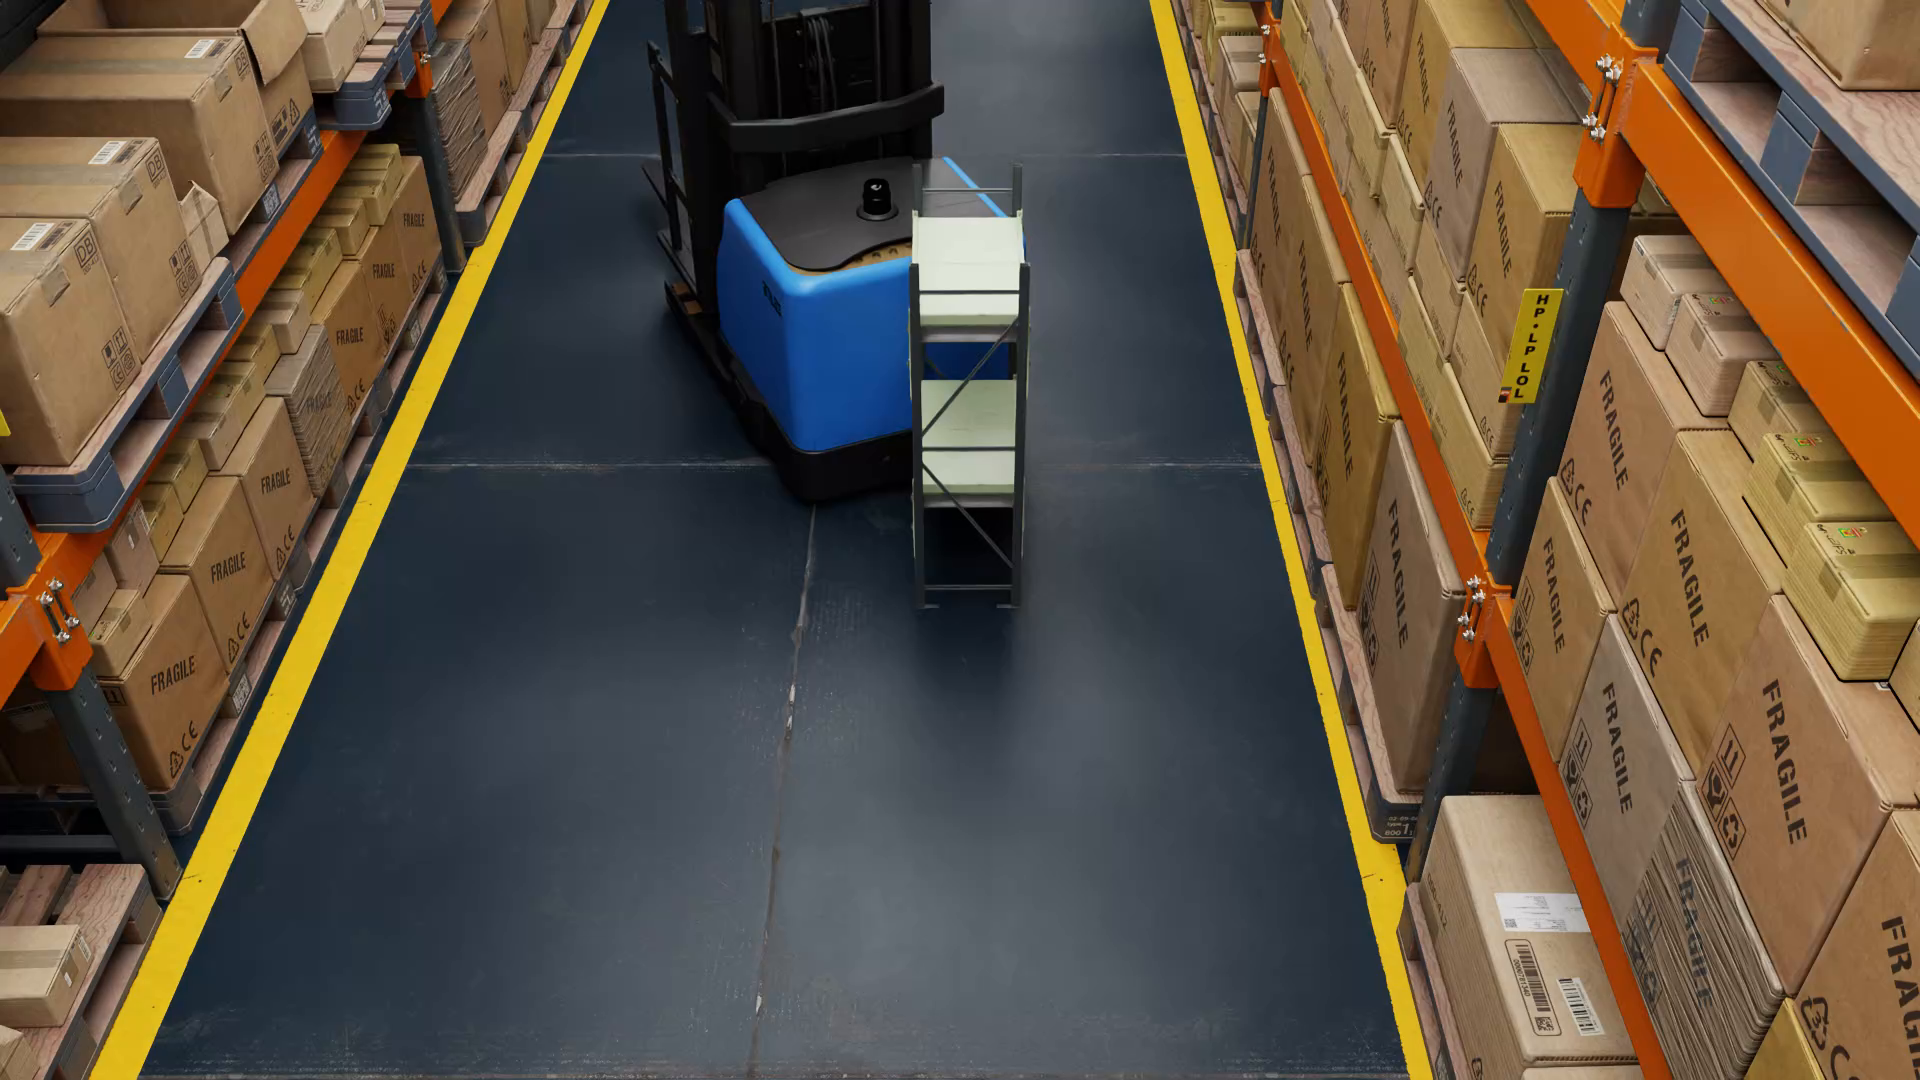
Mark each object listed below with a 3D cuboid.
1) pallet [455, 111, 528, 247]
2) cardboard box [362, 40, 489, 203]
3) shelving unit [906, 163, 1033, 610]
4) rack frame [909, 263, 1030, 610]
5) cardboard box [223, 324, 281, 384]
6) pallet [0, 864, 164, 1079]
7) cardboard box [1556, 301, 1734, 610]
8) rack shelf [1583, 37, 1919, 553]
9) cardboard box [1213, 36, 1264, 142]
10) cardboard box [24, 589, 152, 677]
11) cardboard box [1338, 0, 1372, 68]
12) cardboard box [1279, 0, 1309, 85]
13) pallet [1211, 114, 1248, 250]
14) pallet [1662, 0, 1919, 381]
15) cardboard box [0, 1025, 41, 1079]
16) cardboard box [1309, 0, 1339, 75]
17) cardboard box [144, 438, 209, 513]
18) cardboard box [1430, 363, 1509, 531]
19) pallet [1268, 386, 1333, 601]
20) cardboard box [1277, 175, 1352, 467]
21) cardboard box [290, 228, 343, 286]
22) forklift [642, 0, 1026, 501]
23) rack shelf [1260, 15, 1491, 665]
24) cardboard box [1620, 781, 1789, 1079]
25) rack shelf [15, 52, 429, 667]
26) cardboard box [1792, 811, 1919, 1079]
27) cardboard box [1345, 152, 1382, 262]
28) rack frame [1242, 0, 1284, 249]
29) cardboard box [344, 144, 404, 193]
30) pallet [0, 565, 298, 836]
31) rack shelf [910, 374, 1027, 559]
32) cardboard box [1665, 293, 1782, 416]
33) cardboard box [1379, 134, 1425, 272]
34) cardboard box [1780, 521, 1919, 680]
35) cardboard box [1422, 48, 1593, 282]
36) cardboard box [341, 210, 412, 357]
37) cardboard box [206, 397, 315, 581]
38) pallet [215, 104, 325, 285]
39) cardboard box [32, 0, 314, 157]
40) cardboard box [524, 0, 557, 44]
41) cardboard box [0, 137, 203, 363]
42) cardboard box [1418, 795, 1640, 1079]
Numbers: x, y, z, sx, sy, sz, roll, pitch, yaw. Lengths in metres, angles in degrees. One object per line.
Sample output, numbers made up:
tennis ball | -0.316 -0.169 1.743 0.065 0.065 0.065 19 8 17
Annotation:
pallet | -2.987 -1.980 9.052 1.003 0.211 1.213 0 39 0
cardboard box | -3.012 -2.181 8.635 0.875 0.625 0.625 1 39 1
shelving unit | 0.029 -0.552 6.239 0.431 1.500 0.755 0 39 0
rack frame | 0.031 -0.323 5.954 0.400 1.500 0.023 0 39 0
cardboard box | -2.848 -0.703 6.373 0.380 0.149 0.250 0 39 0
pallet | -3.021 1.466 4.752 1.003 0.211 1.213 0 39 0
cardboard box | 1.701 -0.189 3.708 0.500 0.500 0.500 0 39 0
rack shelf | 1.945 0.303 2.150 1.077 0.370 4.000 0 39 0
cardboard box | 1.939 -2.512 9.252 0.950 0.372 0.625 -1 39 -1
cardboard box | -2.755 0.282 5.144 0.380 0.149 0.250 2 39 2
cardboard box | 1.690 -2.046 6.025 0.500 0.500 0.500 1 39 1
cardboard box | 1.688 -2.194 7.210 0.500 0.250 0.500 -1 39 -1
pallet | 1.939 -1.960 9.027 1.003 0.211 1.213 0 39 0
pallet | 1.934 -0.682 2.875 1.003 0.211 1.213 0 39 0
cardboard box | -2.726 1.423 4.427 0.396 0.266 0.258 1 39 2
cardboard box | 1.692 -2.055 6.636 0.500 0.250 0.500 1 39 1
cardboard box | -2.858 -0.223 5.774 0.380 0.149 0.250 -1 39 -1
cardboard box | 1.691 -0.280 4.820 0.500 0.250 0.500 -1 39 -1
pallet | 1.863 -0.217 6.852 1.003 0.211 1.213 0 39 0
cardboard box | 1.853 -0.904 6.843 0.875 0.875 0.875 0 39 1
cardboard box | -2.829 -1.186 6.975 0.380 0.149 0.250 1 39 1
forklift | -0.784 -2.224 7.182 1.130 2.935 3.031 -16 41 -19
rack shelf | 1.941 -1.028 6.209 1.077 0.370 4.000 0 39 0
cardboard box | 1.672 0.823 3.245 0.500 0.500 0.500 0 39 0
rack shelf | -3.023 -1.022 6.202 1.077 0.370 4.000 0 39 0
cardboard box | 1.683 0.763 2.520 0.500 0.500 0.500 0 39 0
cardboard box | 1.705 -1.237 6.014 0.500 0.250 0.500 0 39 0
rack frame | 1.939 -2.559 7.545 1.000 3.000 0.127 0 39 0
cardboard box | -2.771 -1.686 7.600 0.380 0.149 0.250 -2 39 -2
pallet | -3.059 0.528 5.923 1.003 0.211 1.213 0 39 0
rack shelf | 0.029 -0.297 6.443 0.431 0.370 0.720 0 39 0
cardboard box | 1.700 -0.382 3.430 0.380 0.149 0.250 1 39 1
cardboard box | 1.685 -1.106 5.452 0.500 0.250 0.500 1 39 1
cardboard box | 1.653 0.099 2.829 0.380 0.149 0.250 -1 39 -1
cardboard box | 1.684 -1.090 4.832 0.500 0.500 0.500 1 39 1
cardboard box | -2.820 -1.164 7.467 0.500 0.500 0.500 -1 39 -1
cardboard box | -2.803 -0.188 6.249 0.500 0.500 0.500 -1 39 -1
pallet | -3.018 -1.262 6.080 1.003 0.211 1.213 0 39 0
cardboard box | -2.838 -1.737 6.100 0.797 0.503 0.637 -1 39 -1
cardboard box | -3.025 -3.480 10.257 0.875 0.625 0.625 0 39 0
cardboard box | -2.798 -0.881 5.035 0.700 0.500 0.500 0 39 0
cardboard box | 1.837 1.171 4.603 0.875 0.438 0.875 -1 39 -1
